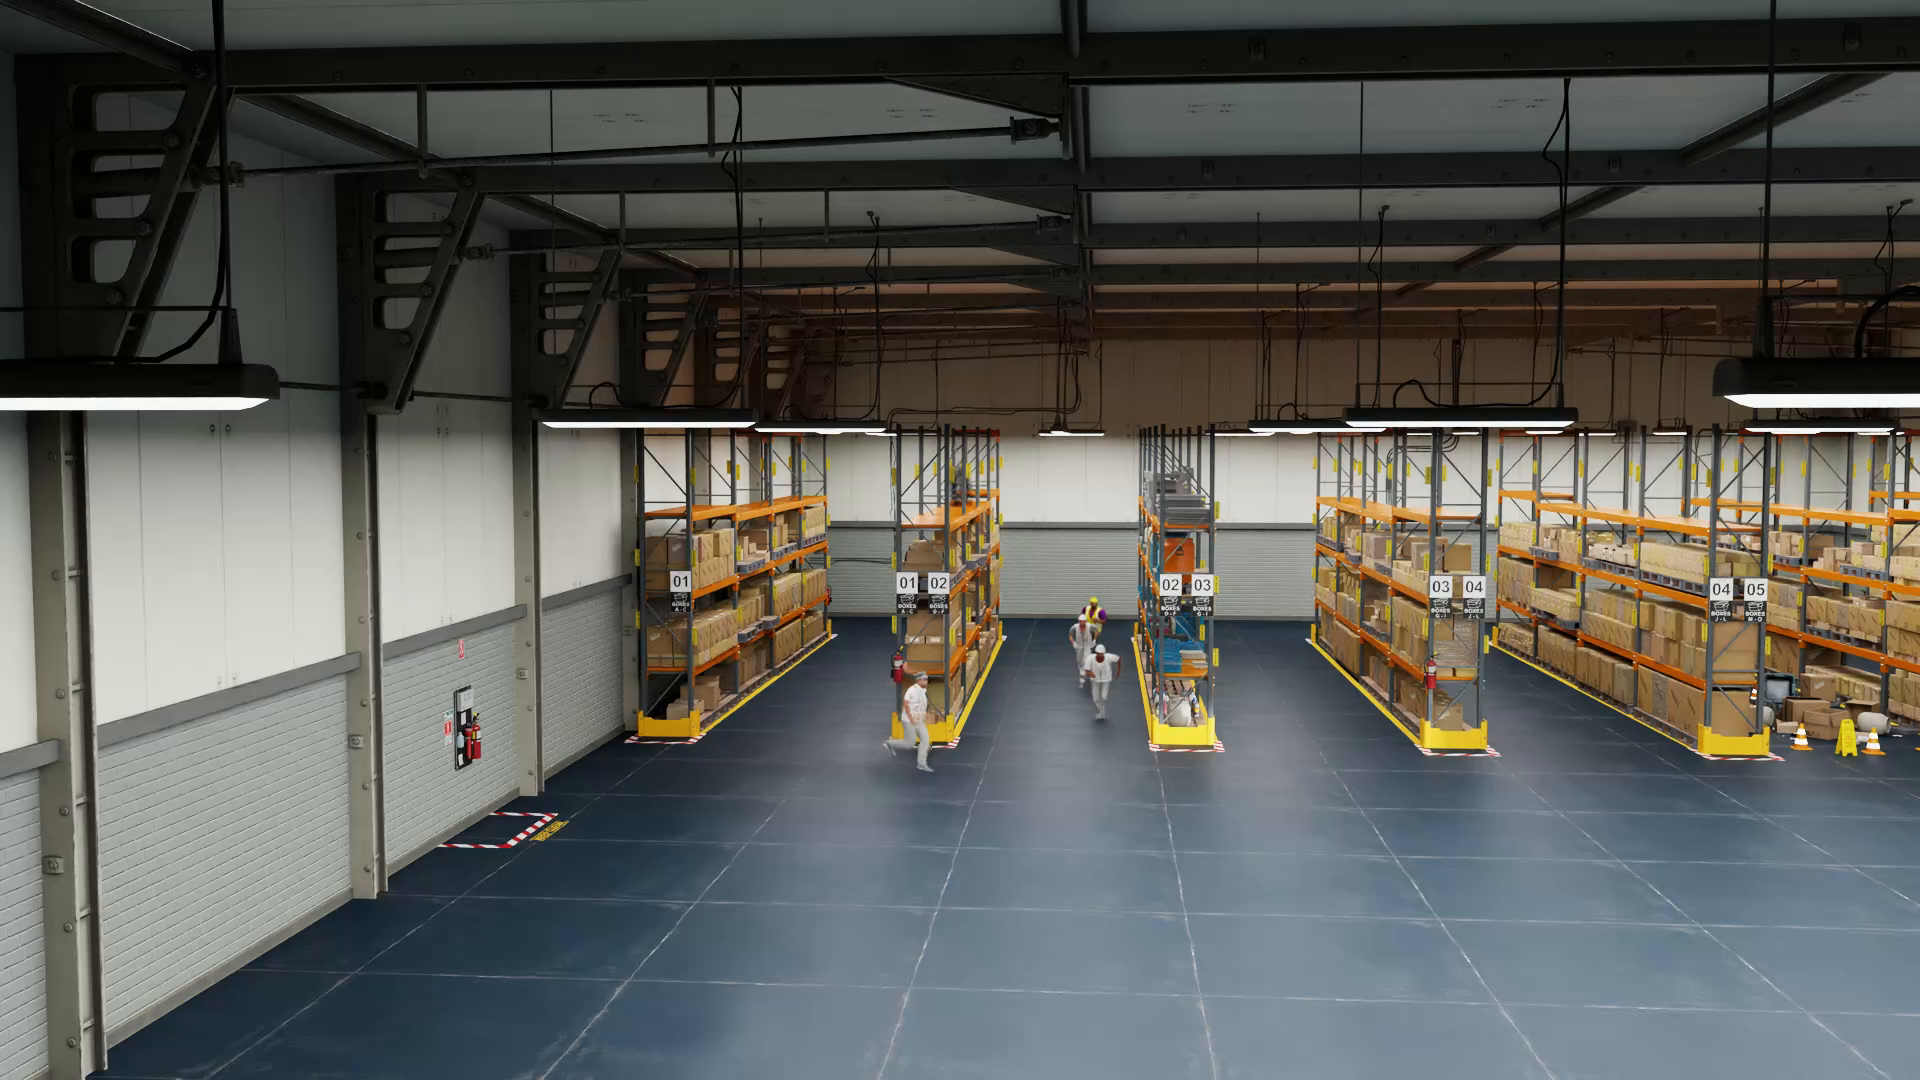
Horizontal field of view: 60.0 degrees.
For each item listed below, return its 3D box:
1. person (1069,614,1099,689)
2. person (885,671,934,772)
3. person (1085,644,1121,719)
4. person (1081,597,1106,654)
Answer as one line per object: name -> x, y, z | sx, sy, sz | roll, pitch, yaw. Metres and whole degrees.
person -> 2.860, 2.543, 38.516 | 0.687, 1.730, 1.047 | 0, 3, 3
person -> -0.852, 3.132, 28.792 | 0.900, 1.769, 0.670 | 2, 4, 24
person -> 2.893, 2.875, 33.671 | 0.736, 1.587, 0.866 | 0, 3, 7
person -> 3.371, 2.333, 41.991 | 0.693, 1.818, 0.825 | 1, 4, 15
